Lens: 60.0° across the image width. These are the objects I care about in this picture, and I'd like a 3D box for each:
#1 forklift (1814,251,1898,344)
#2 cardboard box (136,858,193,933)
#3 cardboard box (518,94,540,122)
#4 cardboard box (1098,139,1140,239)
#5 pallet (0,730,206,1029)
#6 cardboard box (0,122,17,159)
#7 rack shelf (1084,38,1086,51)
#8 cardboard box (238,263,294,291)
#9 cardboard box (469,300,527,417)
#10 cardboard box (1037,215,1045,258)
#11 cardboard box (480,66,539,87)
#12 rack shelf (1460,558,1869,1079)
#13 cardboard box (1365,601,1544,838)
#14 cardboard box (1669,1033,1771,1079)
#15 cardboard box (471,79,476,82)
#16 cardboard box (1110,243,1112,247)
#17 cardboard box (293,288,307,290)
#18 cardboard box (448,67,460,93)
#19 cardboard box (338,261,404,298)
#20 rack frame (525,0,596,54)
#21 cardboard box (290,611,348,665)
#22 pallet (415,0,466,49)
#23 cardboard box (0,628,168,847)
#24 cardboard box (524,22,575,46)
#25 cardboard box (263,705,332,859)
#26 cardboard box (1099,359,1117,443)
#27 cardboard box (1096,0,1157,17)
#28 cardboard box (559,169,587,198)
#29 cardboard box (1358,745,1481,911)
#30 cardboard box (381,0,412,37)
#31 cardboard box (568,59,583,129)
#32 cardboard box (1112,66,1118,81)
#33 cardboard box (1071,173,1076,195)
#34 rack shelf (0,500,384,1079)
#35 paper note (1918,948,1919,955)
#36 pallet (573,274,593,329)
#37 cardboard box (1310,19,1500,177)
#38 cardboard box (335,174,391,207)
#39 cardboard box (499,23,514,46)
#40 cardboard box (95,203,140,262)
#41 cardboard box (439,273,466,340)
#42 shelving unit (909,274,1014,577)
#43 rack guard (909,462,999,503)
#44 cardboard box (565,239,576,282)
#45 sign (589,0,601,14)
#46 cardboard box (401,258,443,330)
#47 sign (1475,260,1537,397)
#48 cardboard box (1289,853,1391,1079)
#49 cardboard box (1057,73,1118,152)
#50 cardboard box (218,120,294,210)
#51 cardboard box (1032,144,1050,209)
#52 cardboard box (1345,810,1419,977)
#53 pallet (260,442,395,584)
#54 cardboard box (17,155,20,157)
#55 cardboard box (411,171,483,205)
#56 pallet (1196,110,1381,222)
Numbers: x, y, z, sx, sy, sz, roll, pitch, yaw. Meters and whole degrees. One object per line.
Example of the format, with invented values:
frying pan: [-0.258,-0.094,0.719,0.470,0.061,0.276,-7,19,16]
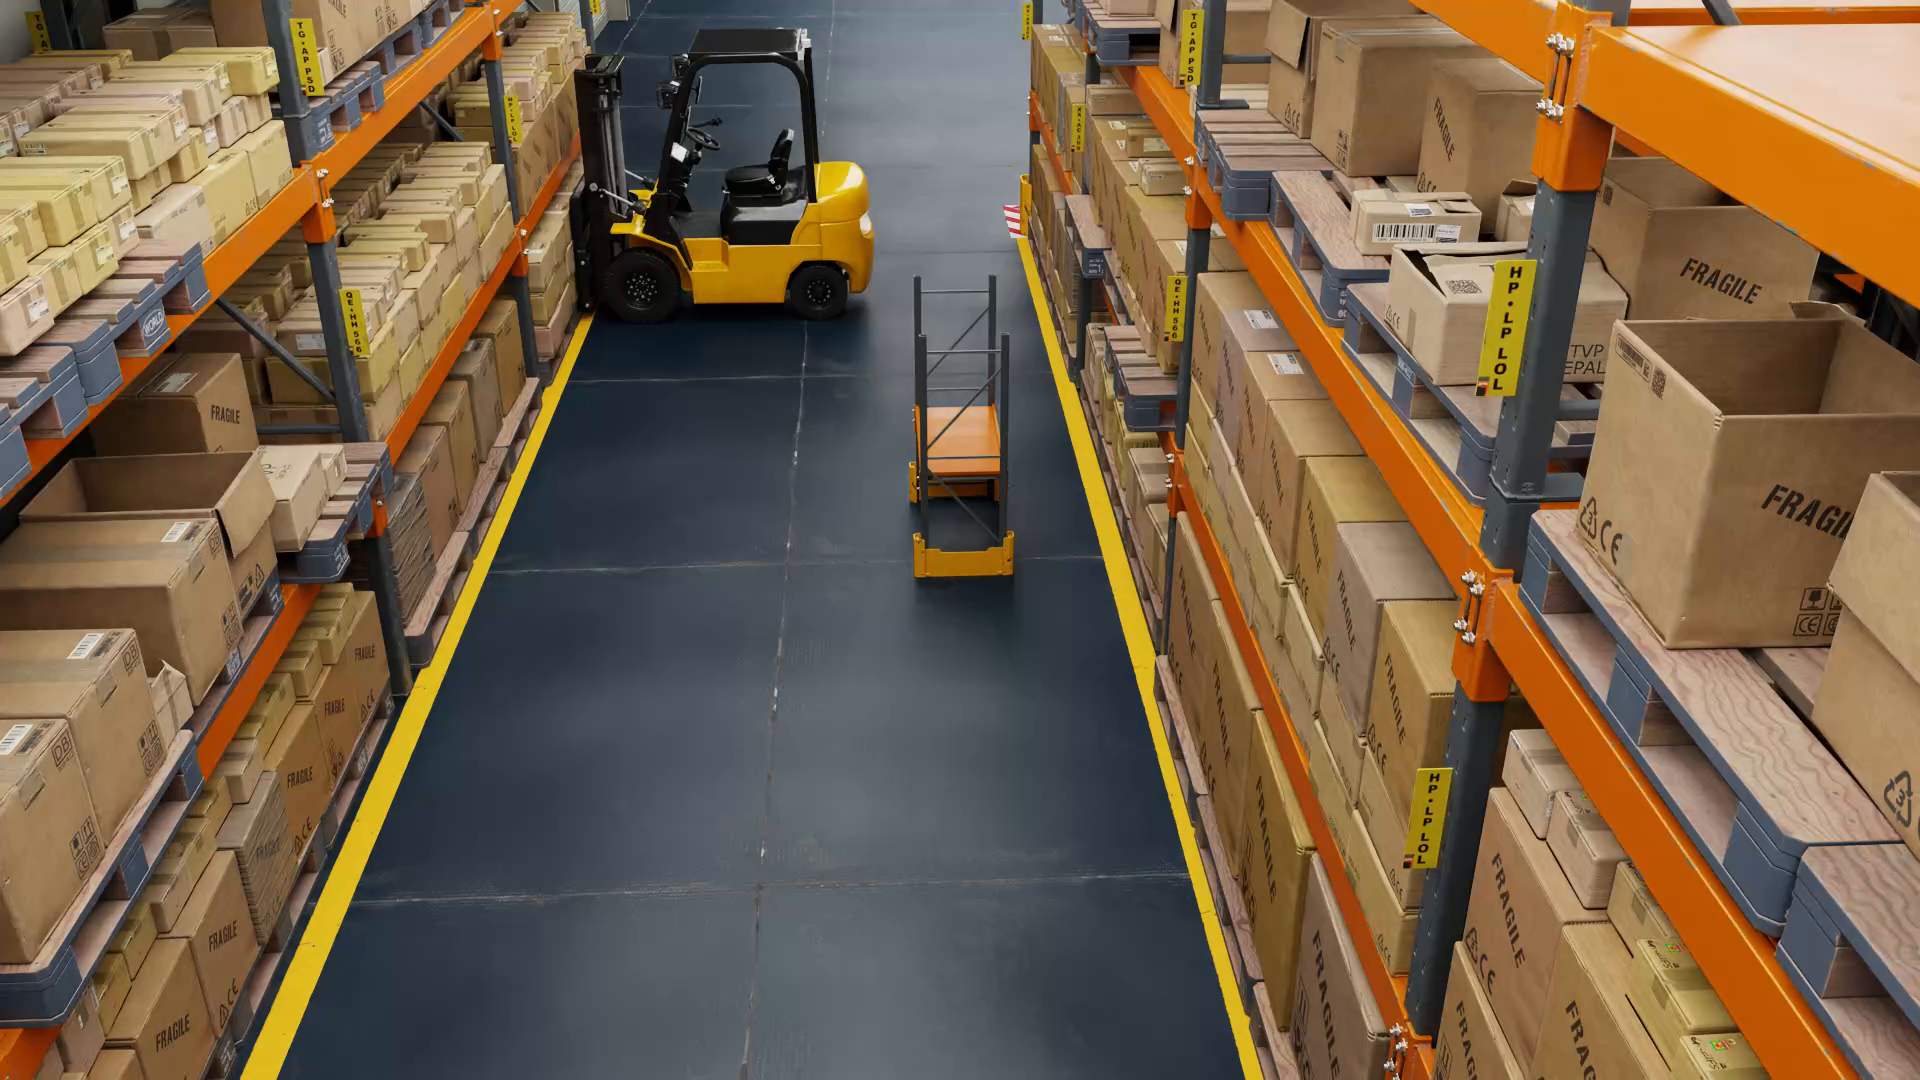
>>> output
forklift: [3.887,-0.653,8.332,1.130,2.935,3.031,1,28,2]
cardboard box: [-3.044,1.300,6.062,0.380,0.149,0.250,-1,28,-3]
cardboard box: [-3.338,-3.211,12.353,0.380,0.149,0.250,-1,28,-2]
cardboard box: [1.145,-2.171,10.285,0.500,0.500,0.500,-2,28,-3]
pallet: [-3.104,1.037,5.225,1.003,0.211,1.213,-1,28,-3]
cardboard box: [-3.511,-1.335,5.732,0.380,0.149,0.250,-2,28,-3]
rack shelf: [1.263,-4.427,13.028,1.077,0.370,4.000,-1,28,-3]
cardboard box: [-3.760,-1.351,8.788,0.380,0.149,0.250,-2,28,-4]
cardboard box: [-3.551,-1.263,11.542,0.875,0.625,0.625,0,28,0]
cardboard box: [0.944,-2.691,14.686,0.500,0.250,0.500,0,28,-1]
cardboard box: [-3.387,-3.465,12.520,0.380,0.149,0.250,-2,28,-3]
rack shelf: [1.890,1.115,2.403,1.077,0.370,4.000,-1,28,-3]
cardboard box: [1.511,0.514,4.831,0.500,0.500,0.500,-1,28,-1]
cardboard box: [1.564,1.054,3.095,0.380,0.149,0.250,-2,28,-4]
cardboard box: [-3.934,-3.441,12.794,0.380,0.149,0.250,-2,28,-3]
cardboard box: [1.148,-1.940,10.543,0.380,0.149,0.250,-1,28,-2]
cardboard box: [-3.733,-1.347,9.210,0.500,0.250,0.500,-2,28,-3]
cardboard box: [-3.975,-3.448,12.485,0.380,0.149,0.250,-2,28,-3]
cardboard box: [-3.183,-1.371,8.826,0.380,0.149,0.250,-1,28,-2]
rack frame: [-3.798,-4.218,15.093,1.000,3.000,0.127,-1,28,-3]
cardboard box: [-3.056,0.458,7.675,0.380,0.149,0.250,-3,28,-5]
pallet: [-3.530,-3.209,10.122,0.805,0.209,1.217,-2,28,-5]
cardboard box: [-3.000,0.625,5.245,0.700,0.500,0.500,-1,28,-2]
cardboard box: [-3.484,-4.288,14.096,0.380,0.149,0.250,-1,28,-1]
cardboard box: [-3.098,1.062,7.219,0.500,0.500,0.500,0,28,0]
cardboard box: [1.439,-0.939,11.194,0.950,0.372,0.625,0,28,1]
cardboard box: [1.074,-3.196,9.599,0.500,0.250,0.500,-2,28,-3]
cardboard box: [-3.394,-2.955,14.109,0.500,0.250,0.500,-1,28,-2]
cardboard box: [1.520,0.849,4.999,0.500,0.250,0.500,-1,28,-3]
cardboard box: [-3.228,-2.939,8.727,0.500,0.500,0.500,-1,28,-1]
cardboard box: [-3.492,-3.801,14.187,0.500,0.500,0.500,-1,28,-1]
cardboard box: [1.557,-3.789,12.760,0.700,0.500,0.500,-2,28,-4]
cardboard box: [1.027,-2.637,12.334,0.380,0.149,0.250,-1,28,-1]
rack shelf: [-3.276,0.719,6.405,1.077,0.370,4.000,-1,28,-3]
paper note: [1.303,0.576,2.201,0.006,0.032,0.123,-1,28,-3]
pallet: [-3.655,-2.067,13.985,1.003,0.211,1.213,-1,28,-3]
cardboard box: [1.818,-1.753,6.561,0.700,0.500,0.500,-3,28,-5]
cardboard box: [-3.777,-2.177,10.371,0.380,0.149,0.250,-2,28,-3]
cardboard box: [-3.986,-4.278,14.078,0.380,0.149,0.250,-1,28,-2]
cardboard box: [-2.896,-0.982,5.355,0.380,0.149,0.250,-1,28,-1]
cardboard box: [-3.240,-1.377,9.809,0.500,0.250,0.500,-1,28,-1]
shelving unit: [-0.004,-0.700,9.971,0.587,1.500,1.083,-1,28,-3]
rack guard: [-0.030,-0.376,10.701,0.587,0.250,0.087,-1,28,-3]
cardboard box: [-3.349,-2.255,13.309,0.500,0.250,0.500,-2,28,-3]
sign: [-3.255,-4.843,14.783,0.100,0.325,0.005,-1,28,-3]
cardboard box: [-3.194,-1.363,9.241,0.500,0.250,0.500,-2,28,-4]
sign: [1.244,-0.479,3.781,0.100,0.325,0.005,-1,28,-3]
cardboard box: [1.673,1.674,5.641,0.875,0.875,0.875,-1,28,-1]
cardboard box: [1.031,-3.345,12.989,0.500,0.500,0.500,-1,28,-1]
cardboard box: [-3.111,-1.556,6.907,0.500,0.250,0.500,-2,28,-4]
cardboard box: [0.927,-3.249,14.944,0.500,0.500,0.500,-2,28,-4]
cardboard box: [1.510,1.068,5.121,0.500,0.250,0.500,-2,28,-4]
pallet: [-3.275,-0.127,7.457,1.213,0.211,1.003,-1,28,-3]
cardboard box: [-3.611,-1.318,6.020,0.380,0.149,0.250,-2,28,-3]
cardboard box: [-3.211,-2.199,10.413,0.380,0.149,0.250,-2,28,-4]
pallet: [1.663,-1.595,7.025,1.213,0.211,1.003,0,28,0]
